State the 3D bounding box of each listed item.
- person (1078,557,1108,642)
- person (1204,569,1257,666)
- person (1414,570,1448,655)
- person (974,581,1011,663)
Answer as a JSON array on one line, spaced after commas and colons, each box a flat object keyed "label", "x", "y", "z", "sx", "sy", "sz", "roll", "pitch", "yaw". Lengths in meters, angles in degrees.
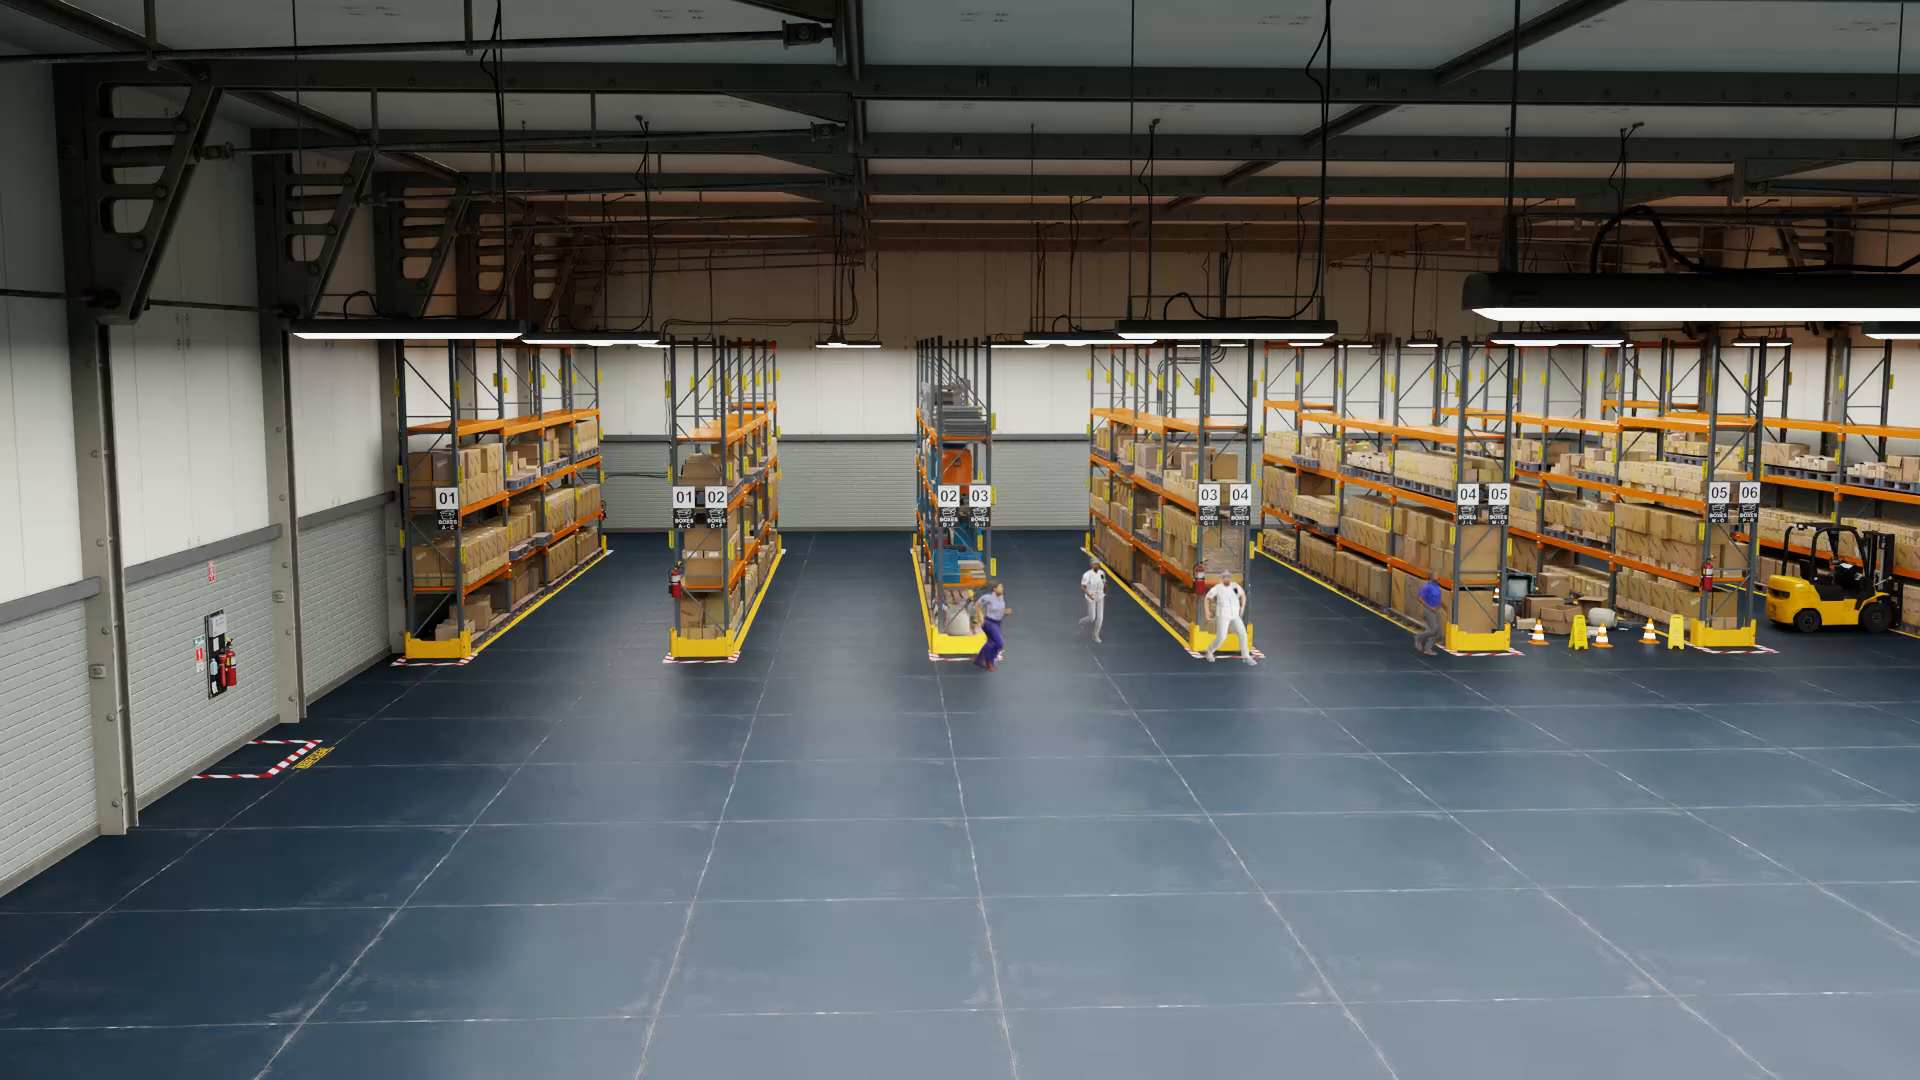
[{"label": "person", "x": 2.665, "y": 1.161, "z": 33.029, "sx": 0.583, "sy": 1.688, "sz": 0.684, "roll": -2, "pitch": 7, "yaw": -20}, {"label": "person", "x": 4.924, "y": 1.401, "z": 30.409, "sx": 0.845, "sy": 1.740, "sz": 0.741, "roll": -2, "pitch": 7, "yaw": -16}, {"label": "person", "x": 8.892, "y": 1.370, "z": 31.374, "sx": 0.555, "sy": 1.599, "sz": 0.549, "roll": -6, "pitch": 9, "yaw": -42}, {"label": "person", "x": 0.582, "y": 1.485, "z": 29.760, "sx": 0.747, "sy": 1.513, "sz": 0.564, "roll": 4, "pitch": 7, "yaw": 29}]
